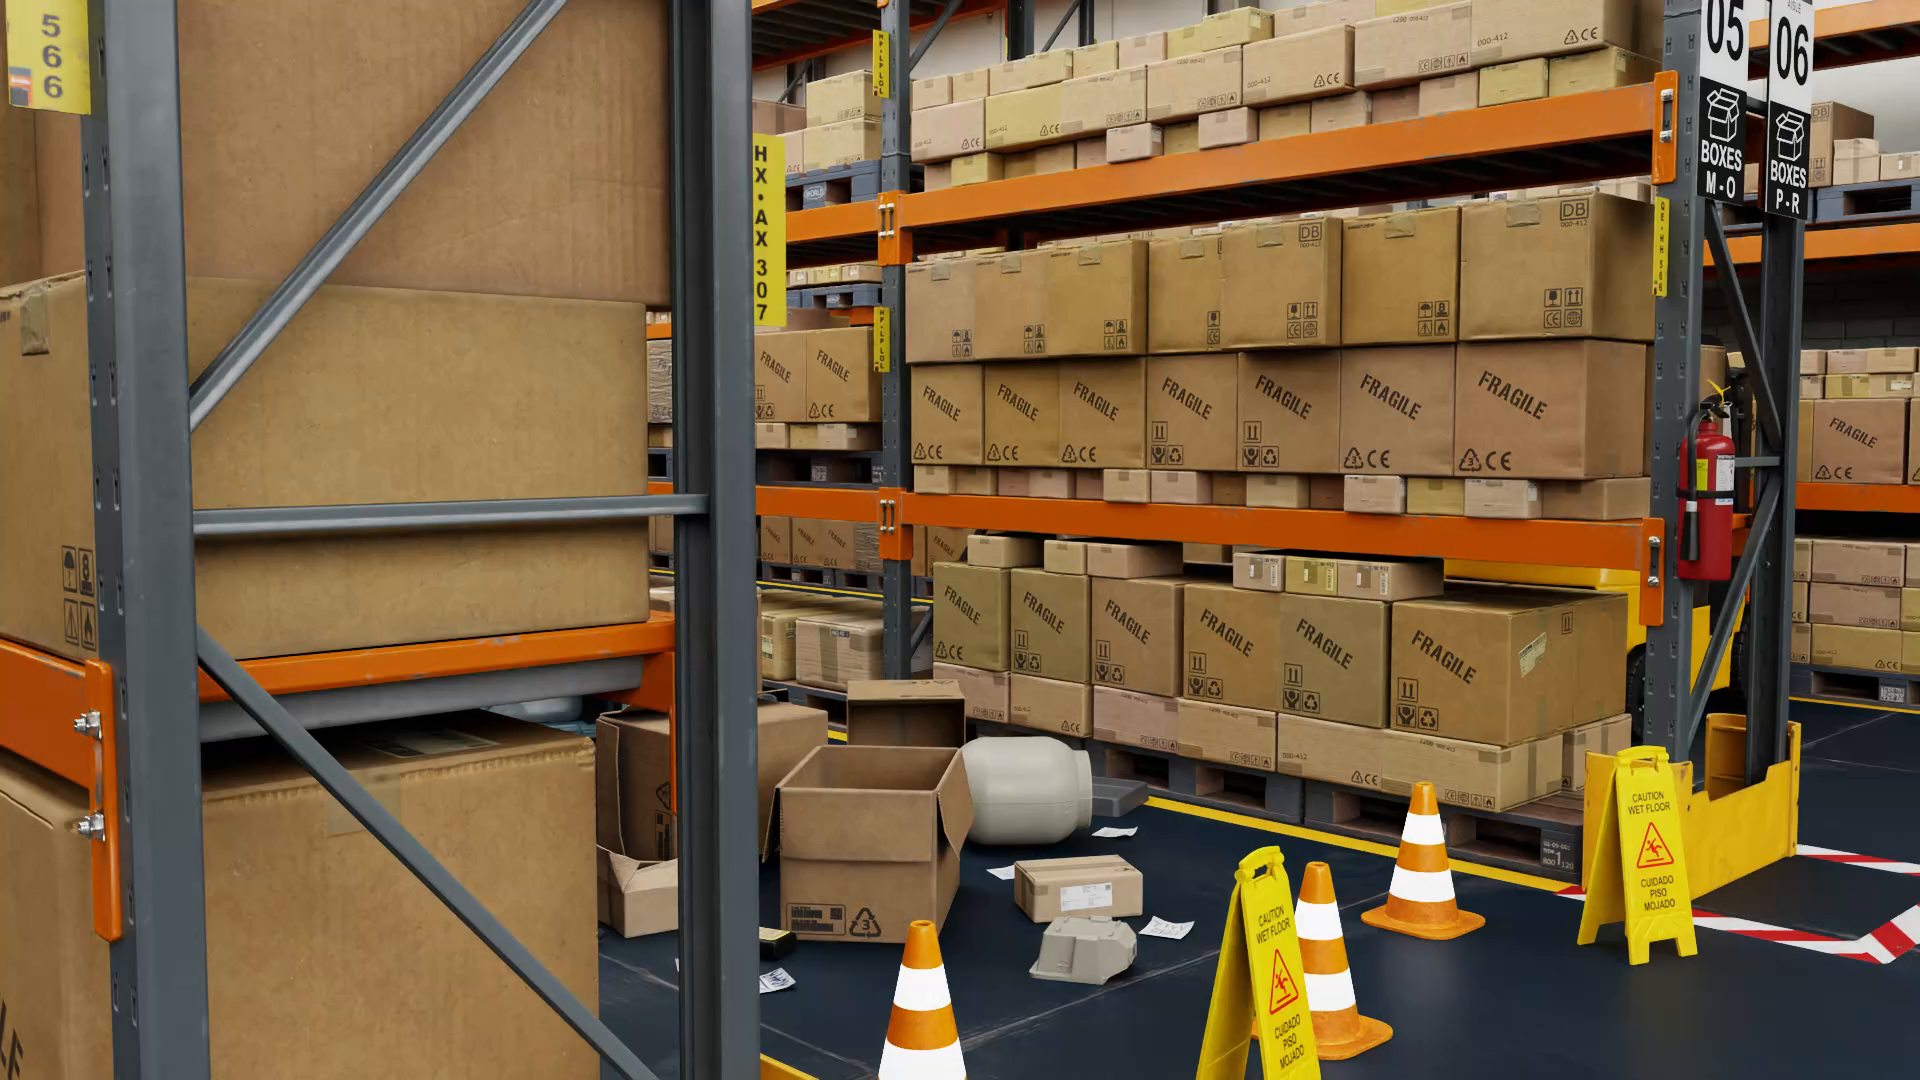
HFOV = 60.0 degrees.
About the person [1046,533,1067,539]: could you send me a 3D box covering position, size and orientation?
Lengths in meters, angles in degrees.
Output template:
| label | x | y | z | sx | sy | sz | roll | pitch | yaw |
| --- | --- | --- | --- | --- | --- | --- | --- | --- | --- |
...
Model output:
| label | x | y | z | sx | sy | sz | roll | pitch | yaw |
| --- | --- | --- | --- | --- | --- | --- | --- | --- | --- |
| person | 0.556 | 0.022 | 11.697 | 0.536 | 1.816 | 0.467 | -4 | 5 | -43 |
